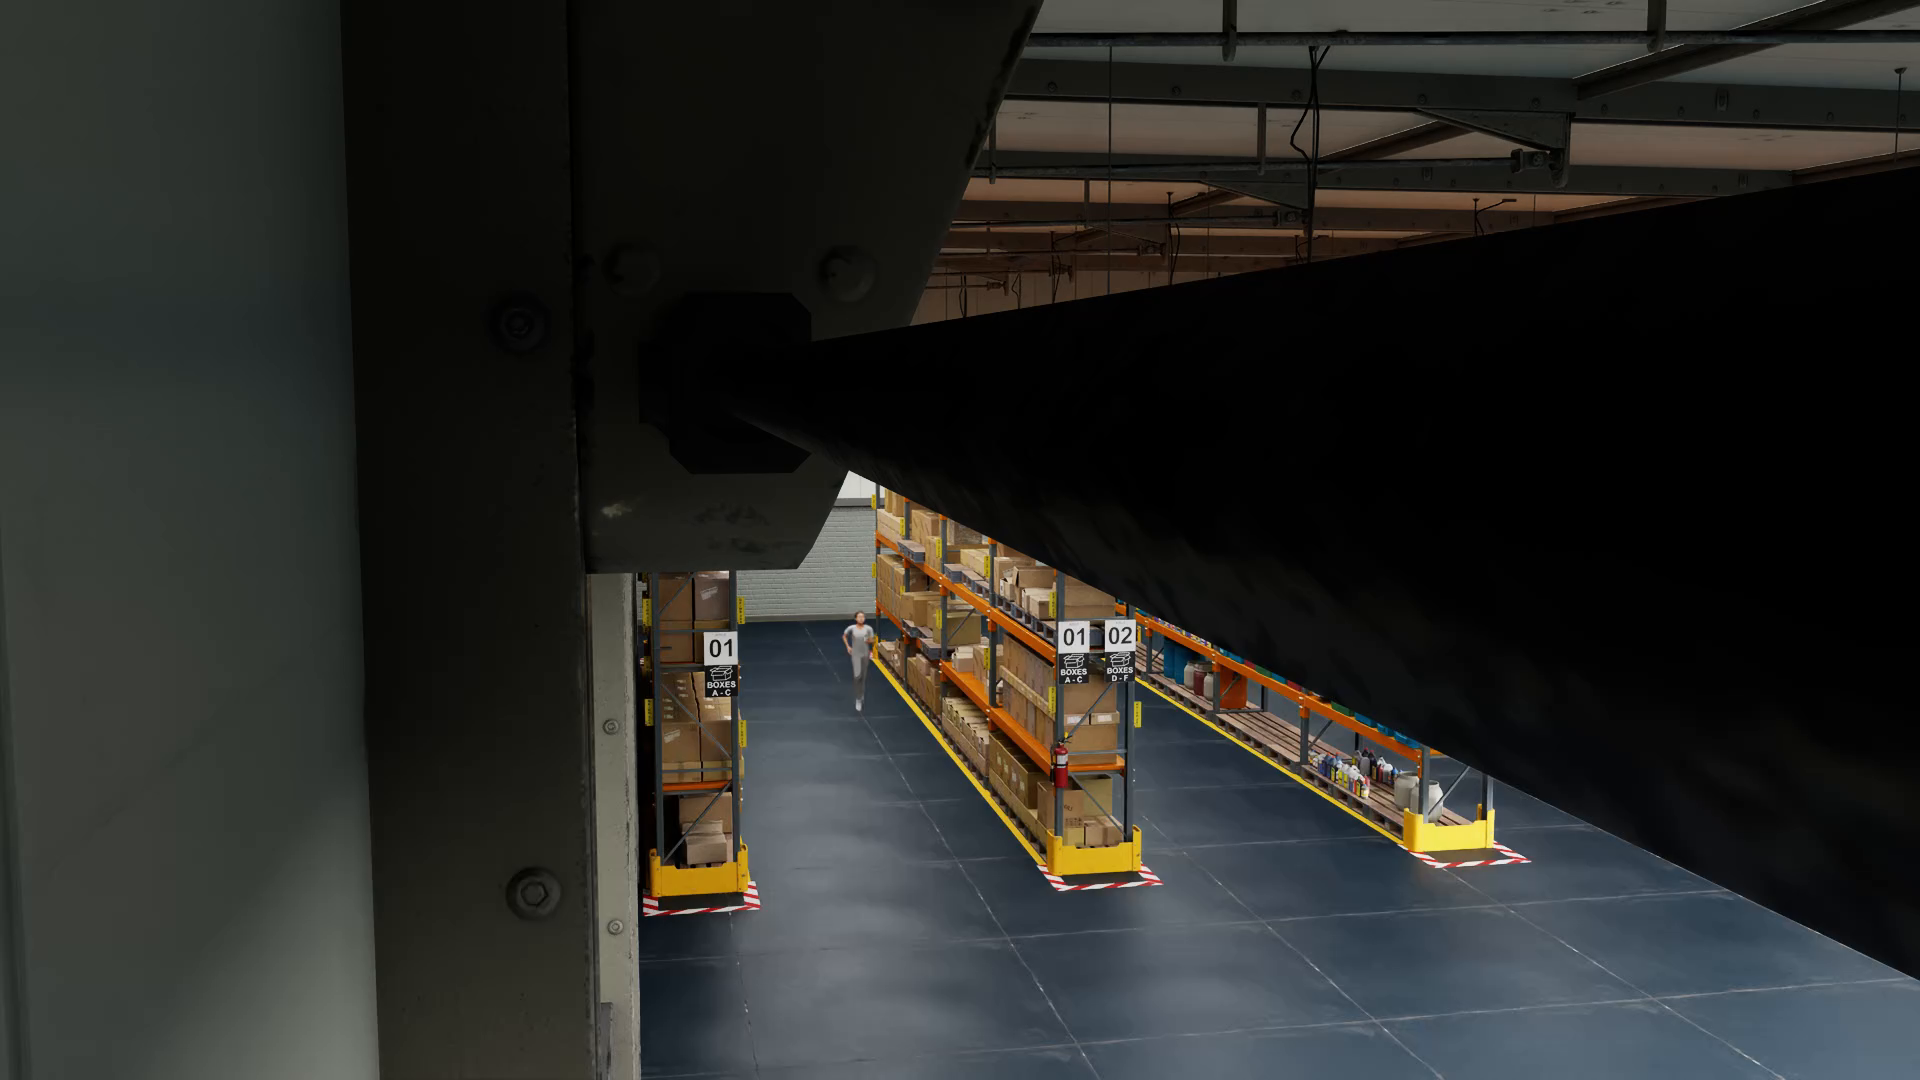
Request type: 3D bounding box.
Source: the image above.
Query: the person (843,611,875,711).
[{"bbox_3d":[-1.801,2.150,29.986,0.548,1.768,0.686,-2,6,-15],"label":"person"}]
